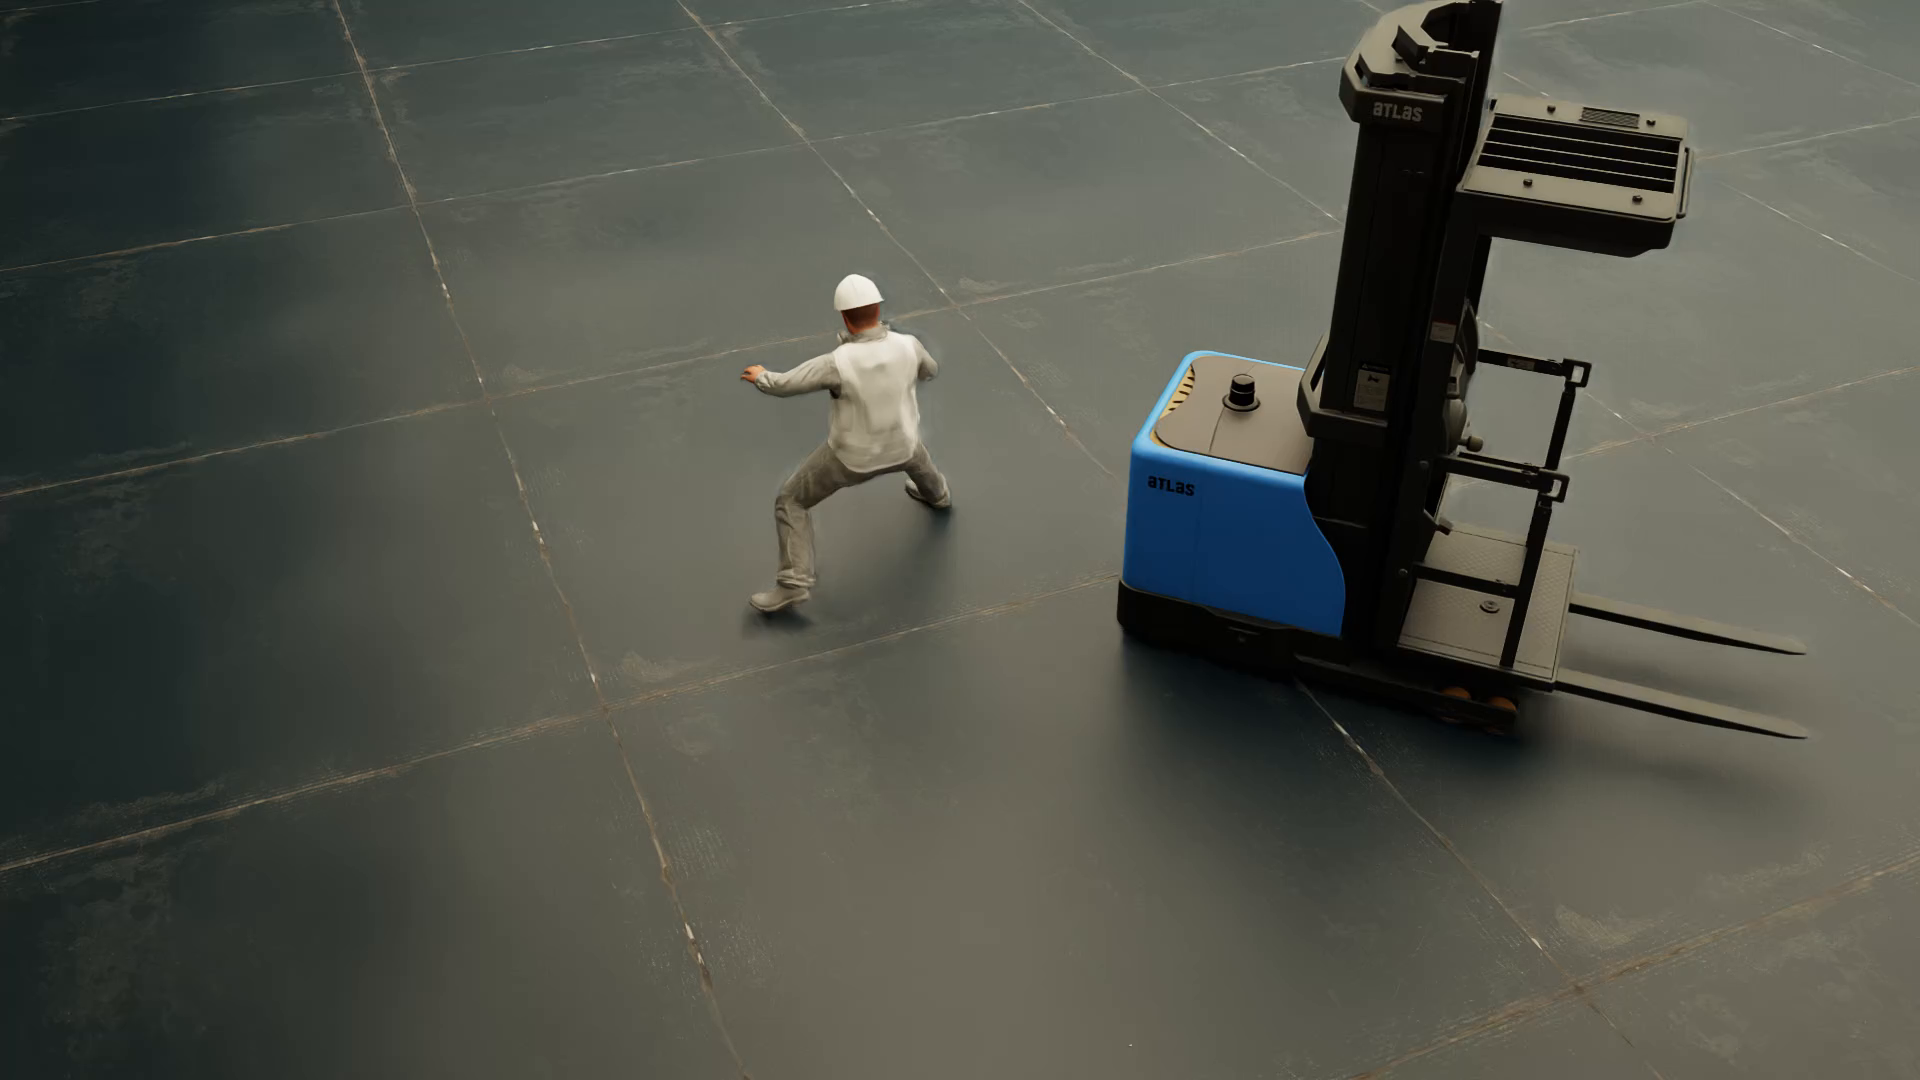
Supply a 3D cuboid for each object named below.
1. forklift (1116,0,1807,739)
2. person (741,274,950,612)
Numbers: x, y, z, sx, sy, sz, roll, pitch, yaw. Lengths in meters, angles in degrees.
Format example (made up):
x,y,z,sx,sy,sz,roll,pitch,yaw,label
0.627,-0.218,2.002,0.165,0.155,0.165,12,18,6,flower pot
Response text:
x,y,z,sx,sy,sz,roll,pitch,yaw,label
2.320,-0.680,7.055,3.031,2.935,1.130,13,38,18,forklift
-0.558,-0.584,8.097,1.297,1.564,0.815,-16,39,-22,person
